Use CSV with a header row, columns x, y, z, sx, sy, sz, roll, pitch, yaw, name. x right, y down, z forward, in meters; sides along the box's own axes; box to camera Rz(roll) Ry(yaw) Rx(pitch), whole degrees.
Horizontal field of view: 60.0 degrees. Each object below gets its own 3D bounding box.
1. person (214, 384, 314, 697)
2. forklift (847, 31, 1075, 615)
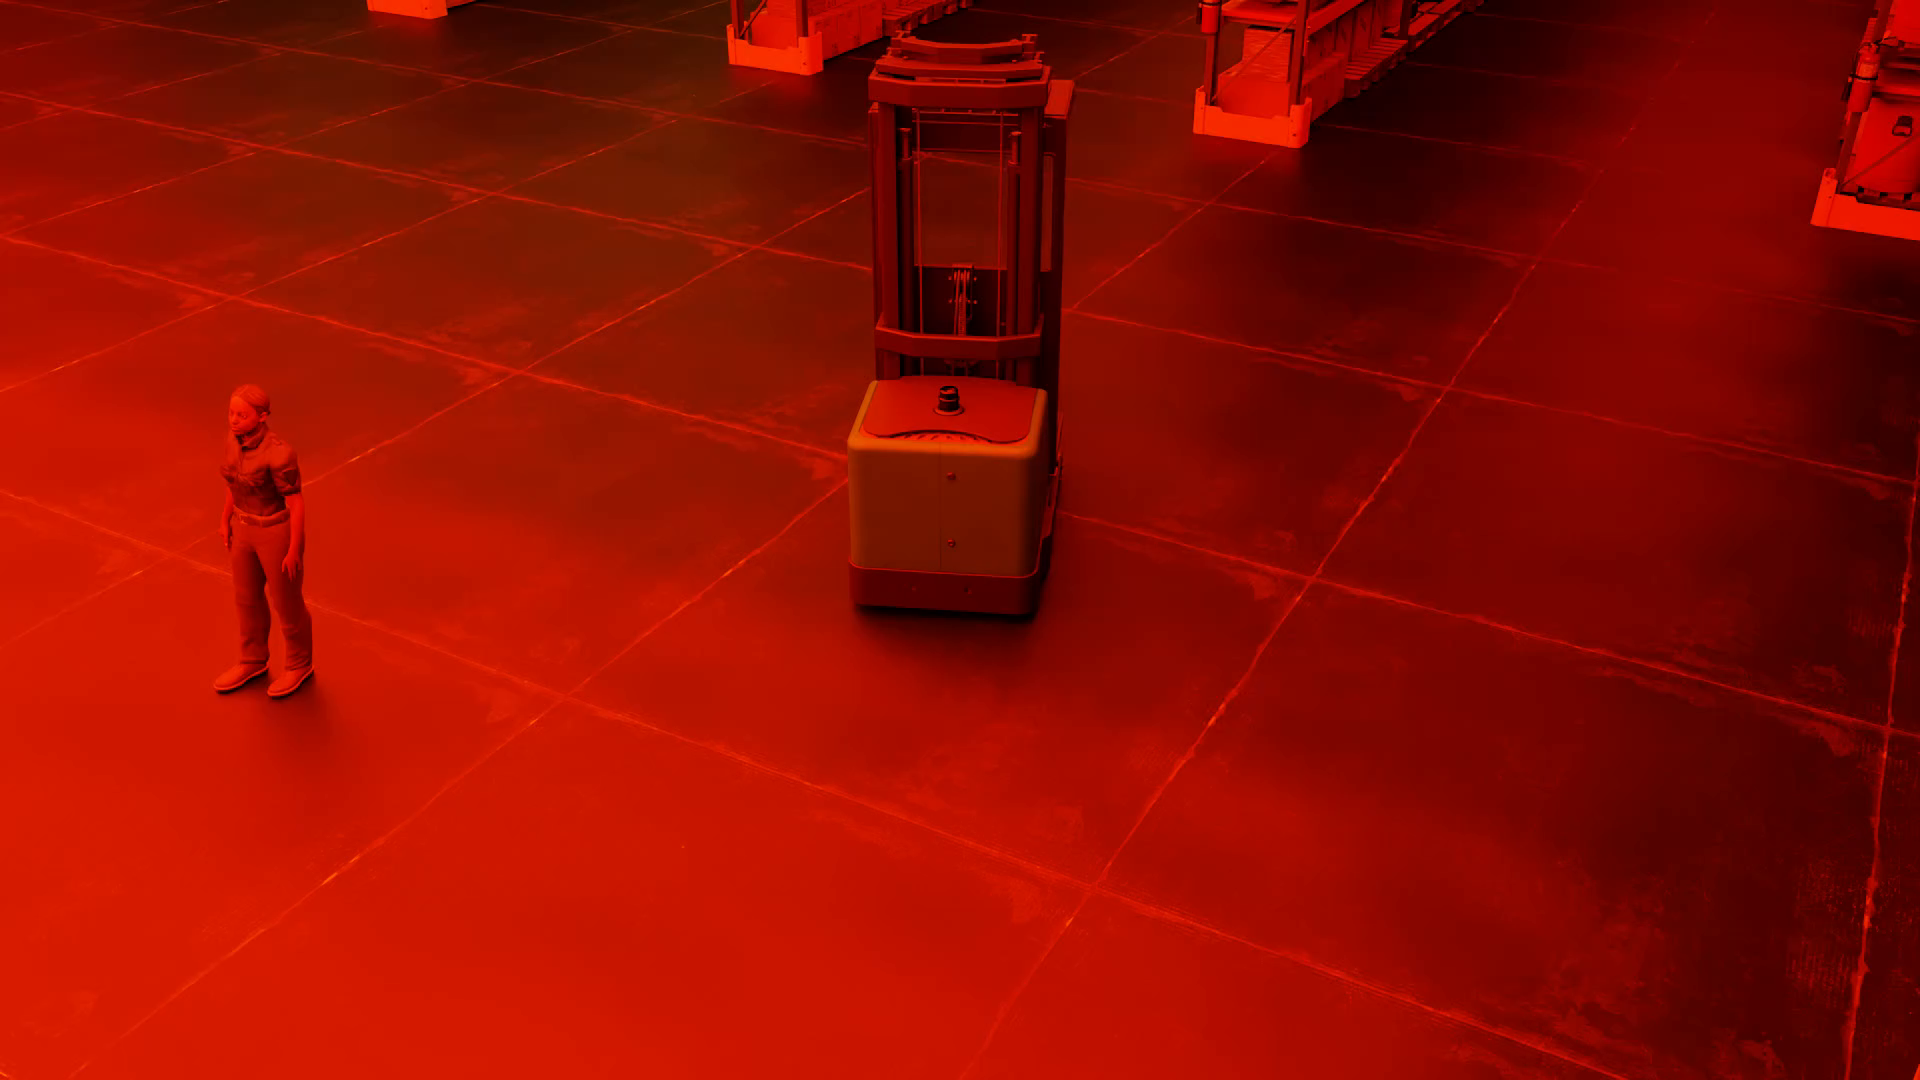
x,y,z,sx,sy,sz,roll,pitch,yaw,name
-3.529,0.024,8.291,0.569,1.656,0.503,17,34,26,person
0.072,-1.572,9.794,1.130,2.935,3.031,3,30,6,forklift
